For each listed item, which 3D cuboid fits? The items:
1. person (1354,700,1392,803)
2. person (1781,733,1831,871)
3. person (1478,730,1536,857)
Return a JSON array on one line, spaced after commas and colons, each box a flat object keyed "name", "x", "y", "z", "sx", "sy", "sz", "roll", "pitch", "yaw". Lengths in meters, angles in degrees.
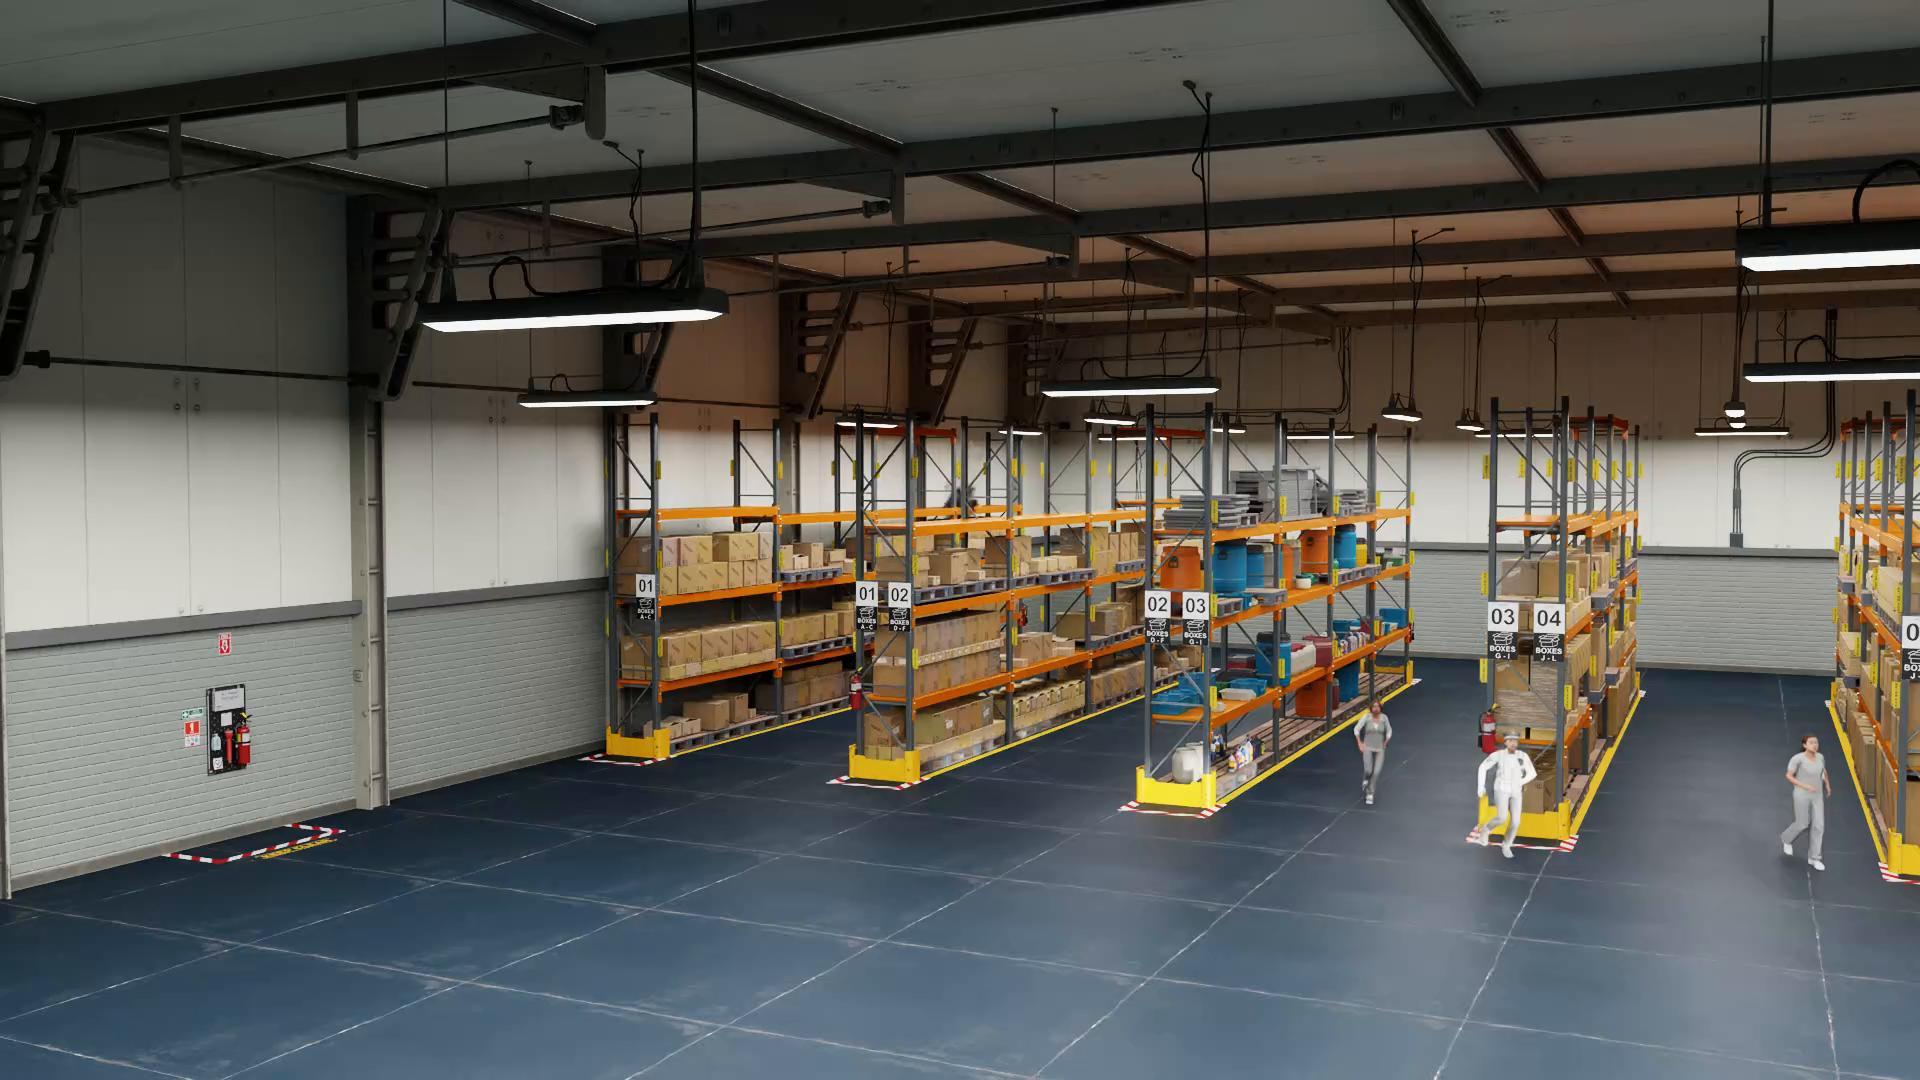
[{"name": "person", "x": 6.244, "y": 3.177, "z": 25.099, "sx": 0.552, "sy": 1.558, "sz": 0.532, "roll": 0, "pitch": 2, "yaw": 4}, {"name": "person", "x": 10.762, "y": 3.283, "z": 21.139, "sx": 0.574, "sy": 1.680, "sz": 0.813, "roll": 0, "pitch": 2, "yaw": -3}, {"name": "person", "x": 7.124, "y": 3.289, "z": 21.621, "sx": 0.720, "sy": 1.659, "sz": 0.488, "roll": 0, "pitch": 2, "yaw": -5}]
